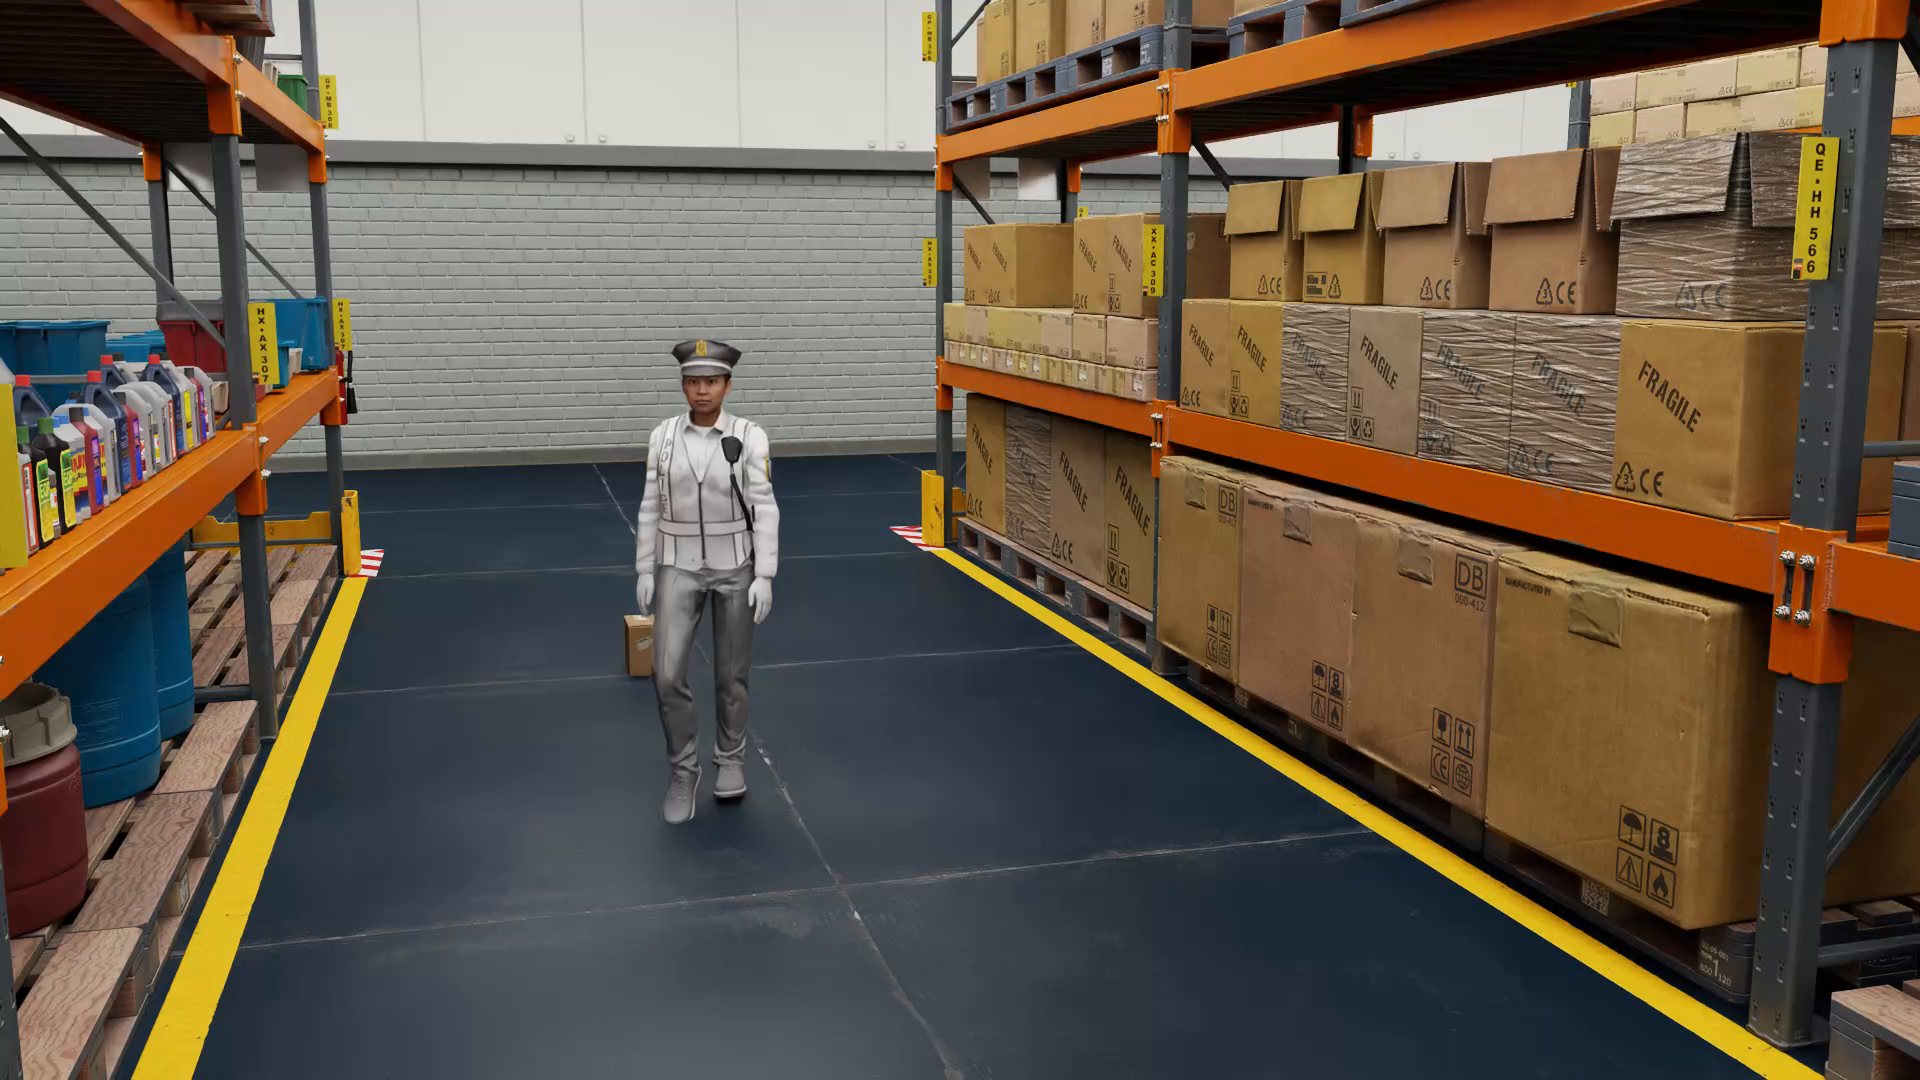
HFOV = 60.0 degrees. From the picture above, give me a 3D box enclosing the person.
[{"bbox_3d":[-0.903,0.148,5.950,0.528,1.739,0.488,0,9,-1],"label":"person"}]
